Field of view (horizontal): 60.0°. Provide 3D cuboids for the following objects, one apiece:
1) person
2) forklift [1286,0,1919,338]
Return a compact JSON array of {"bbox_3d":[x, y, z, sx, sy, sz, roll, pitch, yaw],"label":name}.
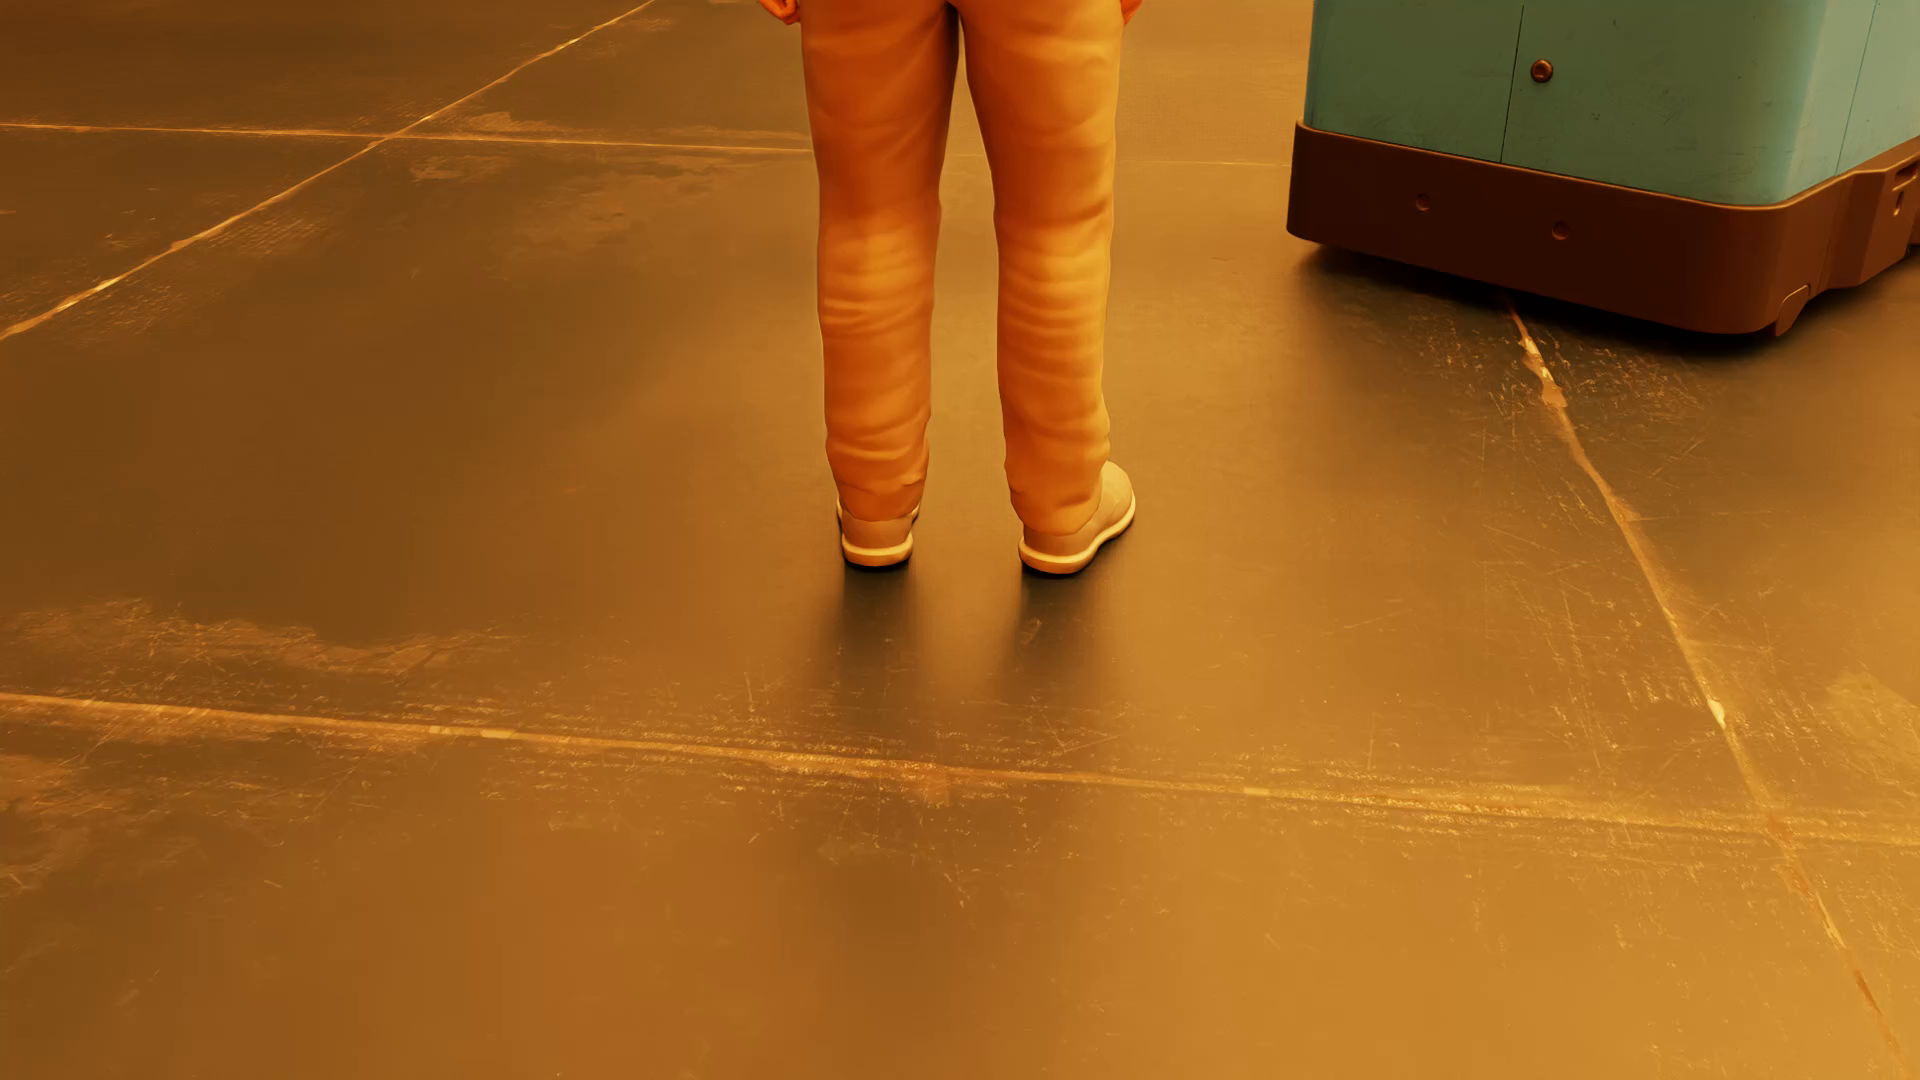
[{"bbox_3d":[-0.004,-0.778,2.130,0.526,1.728,0.385,3,27,7],"label":"person"},{"bbox_3d":[2.123,-2.258,3.743,1.130,2.935,3.031,24,35,39],"label":"forklift"}]
